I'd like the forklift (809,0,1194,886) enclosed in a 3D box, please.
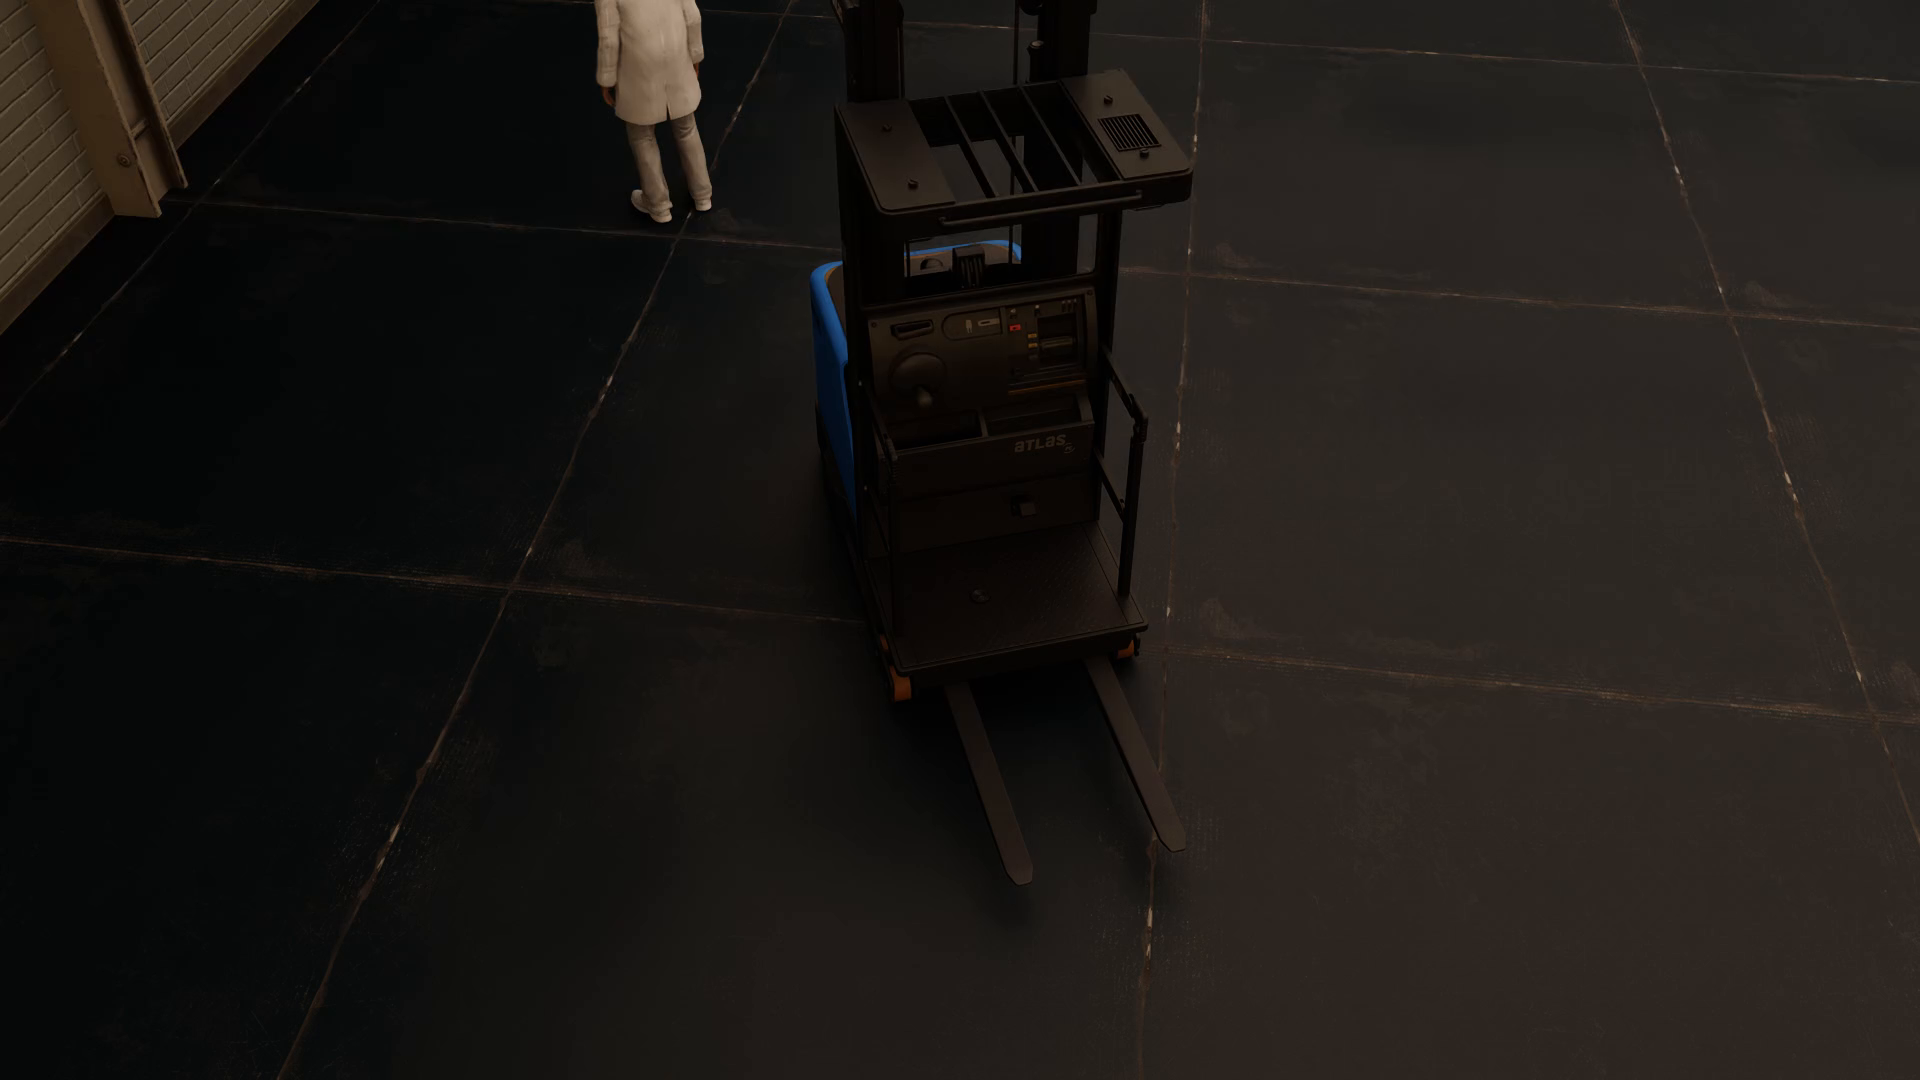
[{"bbox_3d":[0.153,-0.681,6.465,1.130,2.935,3.031,-10,44,-11],"label":"forklift"}]

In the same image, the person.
[{"bbox_3d":[-1.757,-2.668,9.484,0.656,1.775,0.425,-22,47,-22],"label":"person"}]
